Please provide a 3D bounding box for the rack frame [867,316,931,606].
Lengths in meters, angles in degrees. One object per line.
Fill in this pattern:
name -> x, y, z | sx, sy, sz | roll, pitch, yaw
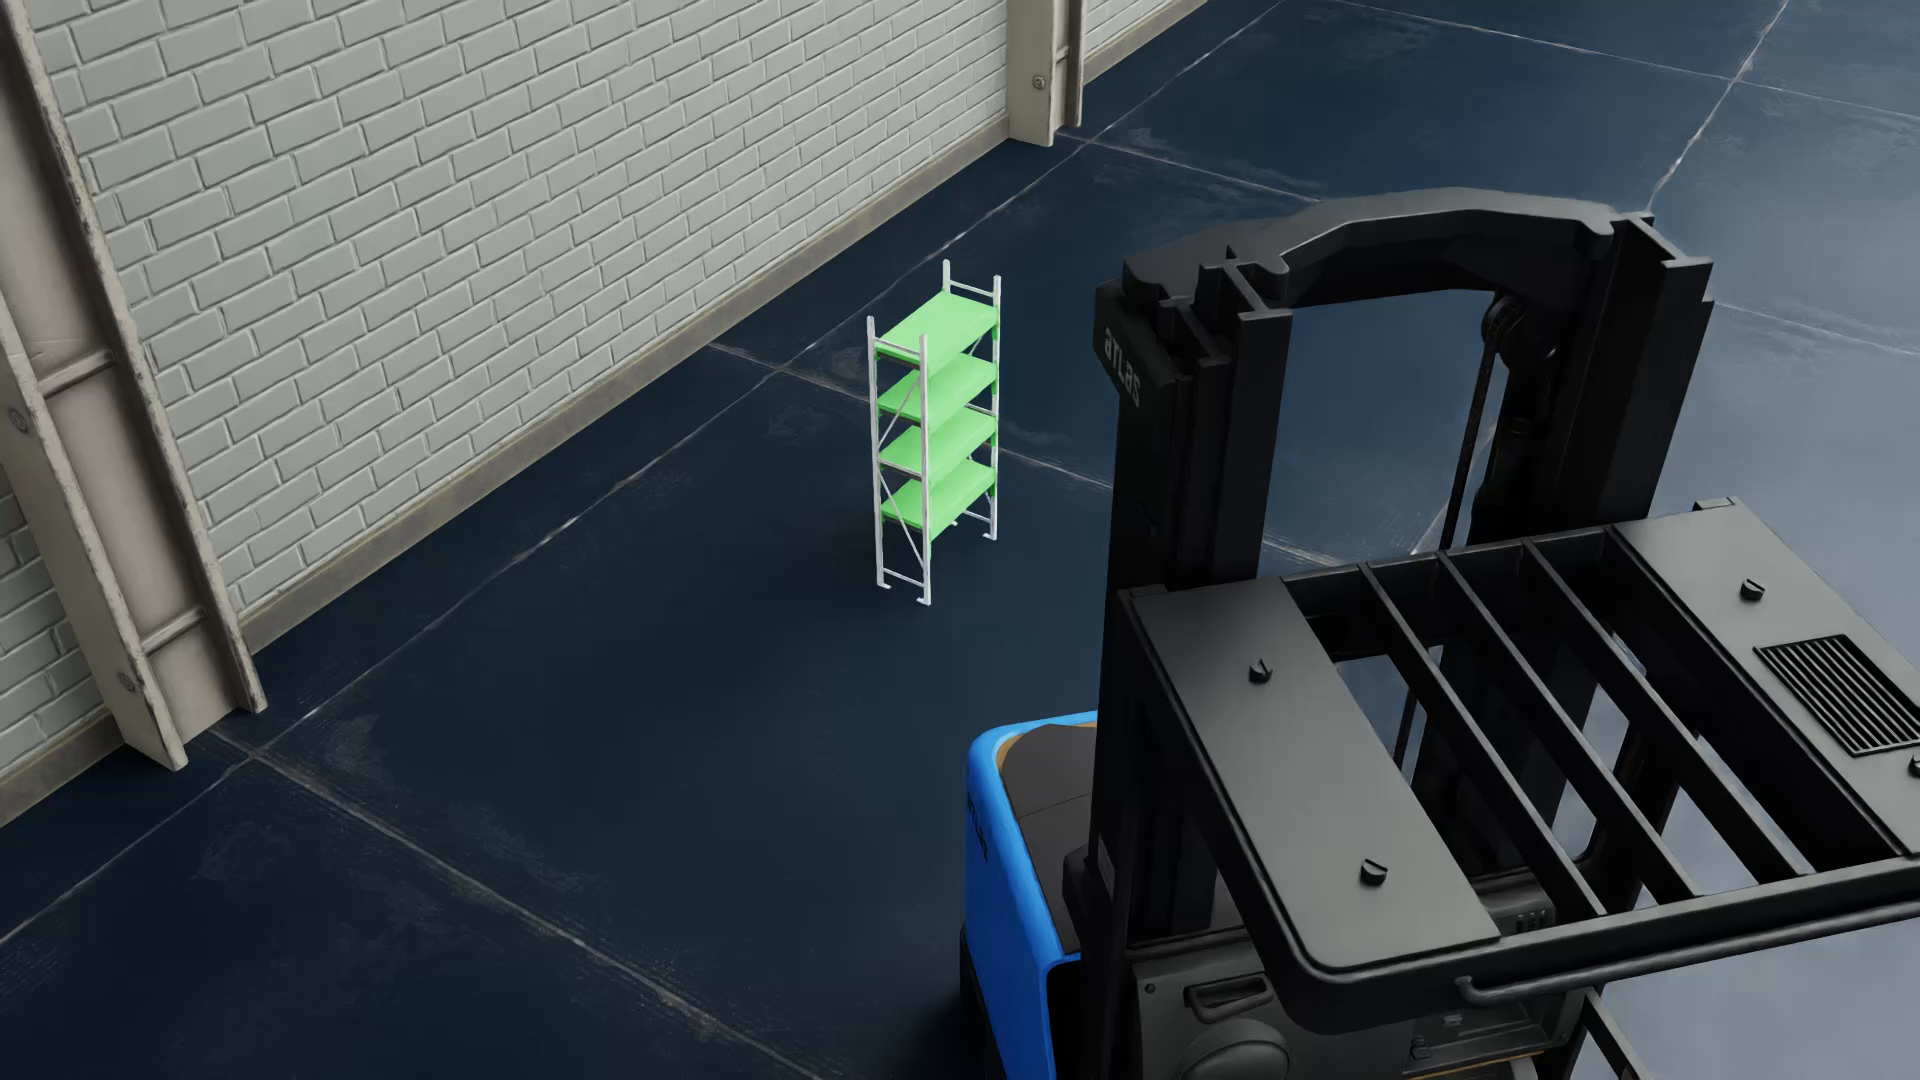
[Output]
rack frame -> -0.219, -0.264, 6.110 | 0.240, 1.200, 0.015 | 21, 42, 25

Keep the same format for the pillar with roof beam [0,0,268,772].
pillar with roof beam -> 0.915, -1.510, 1.338 | 9.100, 9.000, 0.400 | 21, 42, 25

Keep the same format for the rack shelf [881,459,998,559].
rack shelf -> -0.089, -0.149, 6.459 | 0.258, 0.148, 0.480 | 21, 42, 25

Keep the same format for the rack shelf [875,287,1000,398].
rack shelf -> -0.089, -0.719, 6.019 | 0.258, 0.148, 0.480 | 21, 42, 25

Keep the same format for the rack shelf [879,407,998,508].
rack shelf -> -0.089, -0.339, 6.312 | 0.258, 0.148, 0.480 | 21, 42, 25

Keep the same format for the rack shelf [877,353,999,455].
rack shelf -> -0.089, -0.529, 6.165 | 0.258, 0.148, 0.480 | 21, 42, 25

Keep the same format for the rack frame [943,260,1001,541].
rack frame -> 0.042, -0.516, 6.436 | 0.240, 1.200, 0.015 | 21, 42, 25

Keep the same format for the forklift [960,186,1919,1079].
forklift -> 0.839, 0.996, 3.058 | 1.130, 2.935, 3.031 | -8, 38, -11

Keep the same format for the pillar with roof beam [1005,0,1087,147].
pillar with roof beam -> 4.130, -4.603, 5.351 | 9.100, 9.000, 0.400 | 21, 42, 25

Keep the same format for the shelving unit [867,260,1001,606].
shelving unit -> -0.089, -0.390, 6.273 | 0.258, 1.200, 0.503 | 21, 42, 25
